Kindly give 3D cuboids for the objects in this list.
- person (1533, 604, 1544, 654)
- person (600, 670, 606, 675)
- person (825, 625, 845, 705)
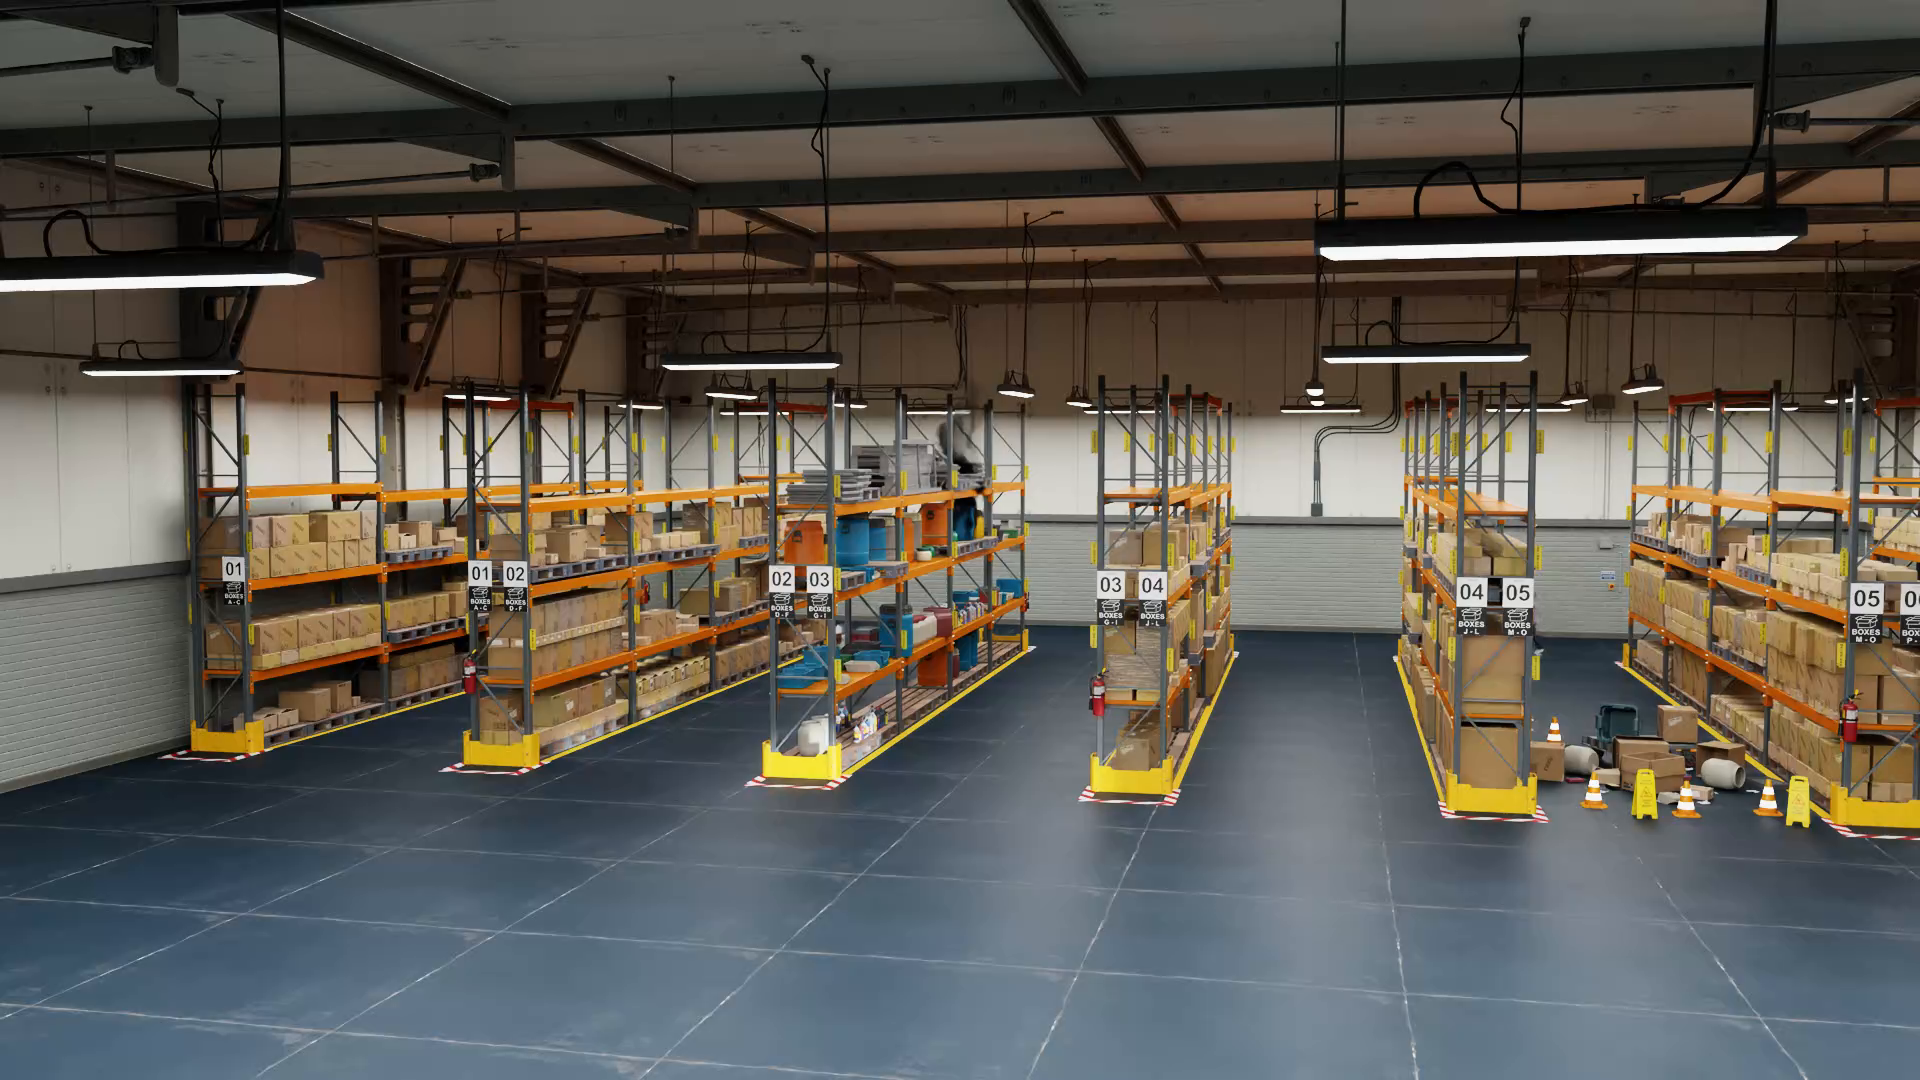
[{"bbox_3d":[13.355,1.965,39.221,0.834,1.618,0.547,1,3,20],"label":"person"},{"bbox_3d":[-7.271,2.255,33.573,0.632,1.661,0.861,1,3,11],"label":"person"},{"bbox_3d":[-2.213,2.395,31.720,0.711,1.592,0.823,1,3,19],"label":"person"}]
